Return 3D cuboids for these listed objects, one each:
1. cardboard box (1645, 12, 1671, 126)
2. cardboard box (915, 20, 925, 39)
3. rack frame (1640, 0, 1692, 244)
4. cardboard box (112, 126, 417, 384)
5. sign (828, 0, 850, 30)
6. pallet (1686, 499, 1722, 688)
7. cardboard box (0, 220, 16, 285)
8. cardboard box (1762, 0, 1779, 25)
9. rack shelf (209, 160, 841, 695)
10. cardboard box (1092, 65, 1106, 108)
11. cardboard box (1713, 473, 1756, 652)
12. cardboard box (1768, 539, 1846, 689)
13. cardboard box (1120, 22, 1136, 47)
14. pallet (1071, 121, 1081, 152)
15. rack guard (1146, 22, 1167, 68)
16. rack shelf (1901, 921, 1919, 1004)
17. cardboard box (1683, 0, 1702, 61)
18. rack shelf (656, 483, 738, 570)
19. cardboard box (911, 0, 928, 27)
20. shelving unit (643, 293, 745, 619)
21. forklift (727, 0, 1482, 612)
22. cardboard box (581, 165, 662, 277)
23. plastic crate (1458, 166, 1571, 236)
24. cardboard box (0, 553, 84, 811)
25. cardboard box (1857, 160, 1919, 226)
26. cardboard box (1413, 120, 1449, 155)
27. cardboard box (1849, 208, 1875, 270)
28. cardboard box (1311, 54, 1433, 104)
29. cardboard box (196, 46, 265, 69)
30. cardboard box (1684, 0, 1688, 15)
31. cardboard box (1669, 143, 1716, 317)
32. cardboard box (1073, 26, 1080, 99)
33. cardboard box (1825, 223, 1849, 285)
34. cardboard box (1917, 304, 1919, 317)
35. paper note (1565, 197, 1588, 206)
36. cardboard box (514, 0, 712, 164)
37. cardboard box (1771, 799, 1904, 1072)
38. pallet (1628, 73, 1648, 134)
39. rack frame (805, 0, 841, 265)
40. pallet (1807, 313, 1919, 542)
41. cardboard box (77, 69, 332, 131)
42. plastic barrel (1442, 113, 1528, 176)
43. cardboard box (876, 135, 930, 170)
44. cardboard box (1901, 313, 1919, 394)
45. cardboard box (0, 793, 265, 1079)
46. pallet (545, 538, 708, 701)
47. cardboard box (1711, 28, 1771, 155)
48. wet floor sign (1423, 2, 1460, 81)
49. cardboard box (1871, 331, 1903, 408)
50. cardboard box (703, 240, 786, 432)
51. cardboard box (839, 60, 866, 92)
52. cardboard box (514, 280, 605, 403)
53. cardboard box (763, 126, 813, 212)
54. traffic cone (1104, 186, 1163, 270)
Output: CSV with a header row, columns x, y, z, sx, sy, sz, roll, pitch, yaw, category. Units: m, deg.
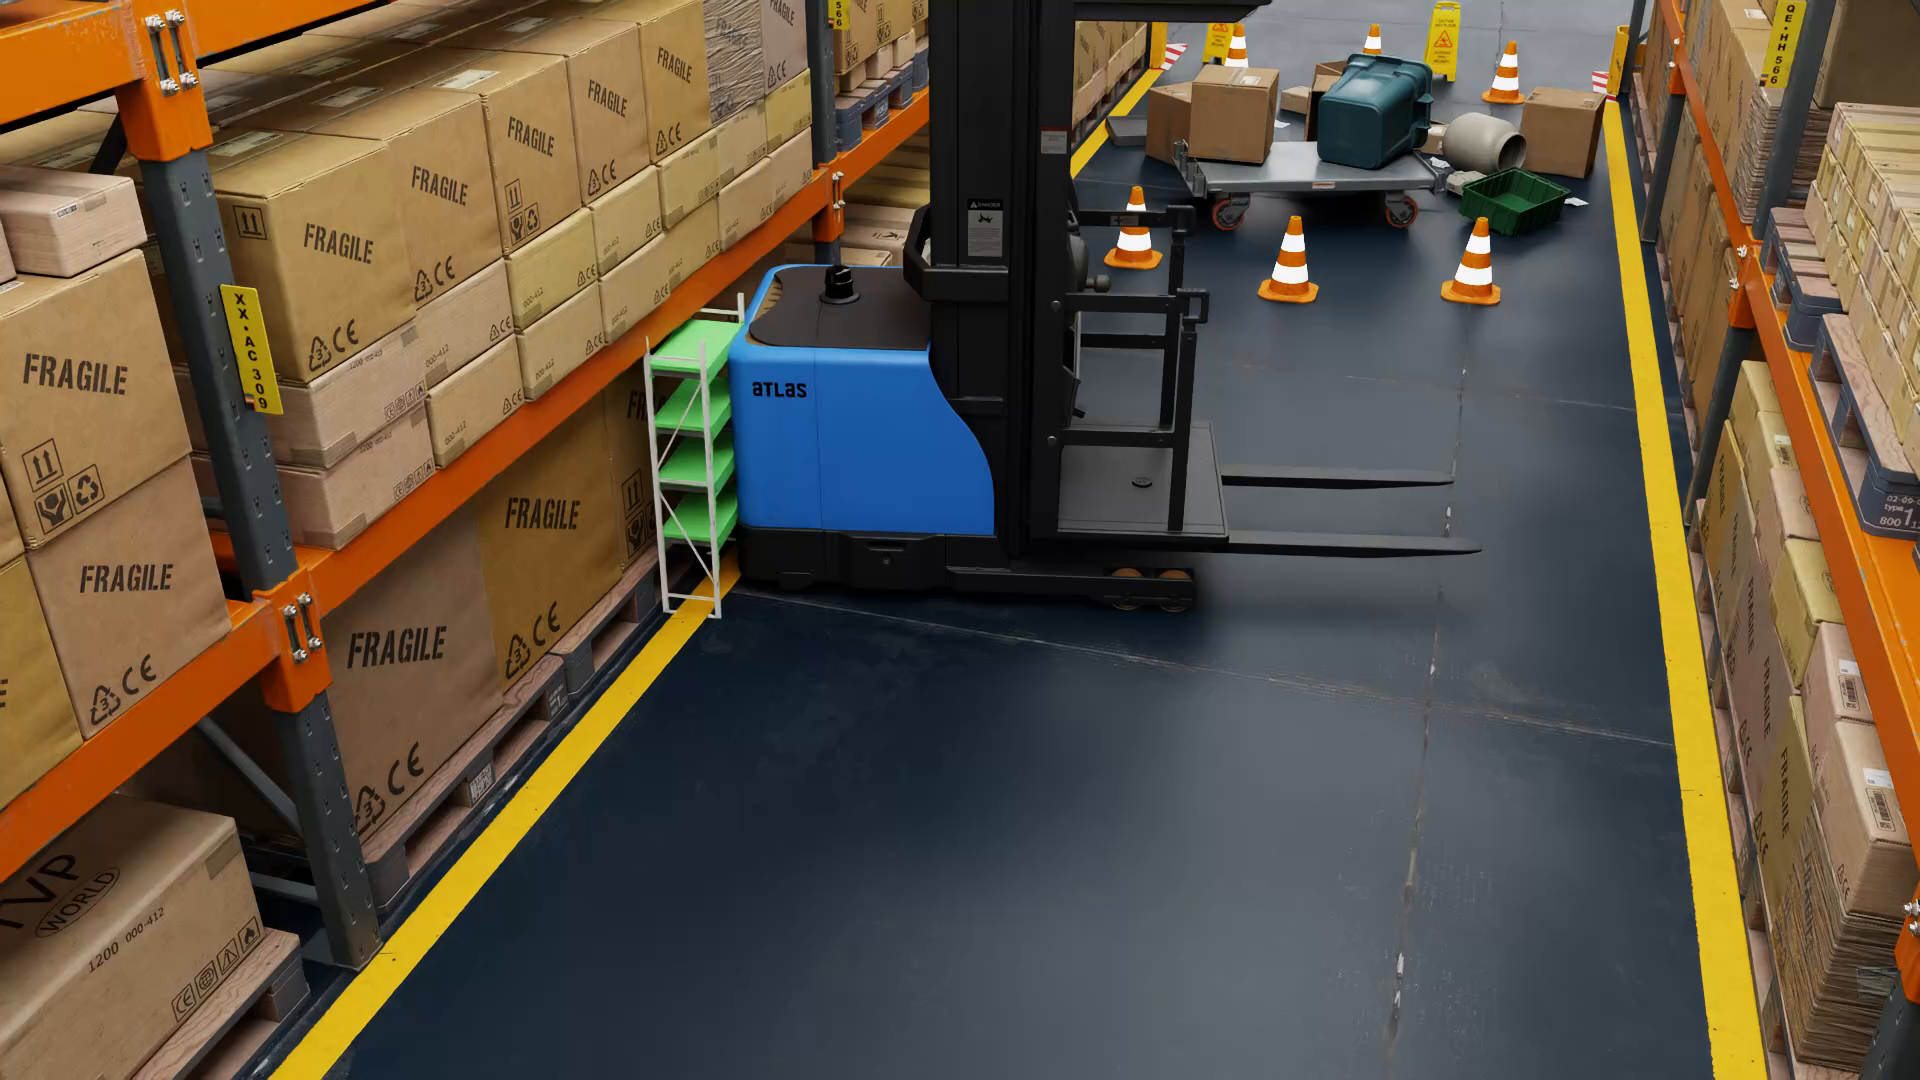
x,y,z,sx,sy,sz,roll,pitch,yaw,category
5.652,-3.561,12.319,0.875,0.875,0.875,8,30,14,cardboard box
-0.411,-2.811,9.045,0.380,0.149,0.250,10,31,17,cardboard box
4.870,-3.181,9.882,1.000,3.000,0.127,8,30,15,rack frame
-1.836,-0.766,4.410,0.500,0.500,0.500,9,30,15,cardboard box
-0.534,-2.409,7.304,0.100,0.325,0.005,8,30,15,sign
3.465,0.260,6.566,1.003,0.211,1.213,8,30,15,pallet
-2.207,-0.591,3.428,0.380,0.149,0.250,9,30,16,cardboard box
4.283,-2.721,7.924,0.700,0.500,0.500,8,30,14,cardboard box
-1.653,-0.737,6.230,1.077,0.370,4.000,8,30,15,rack shelf
0.839,-3.554,12.950,0.500,0.250,0.500,8,30,14,cardboard box
3.100,0.114,6.100,0.500,0.500,0.500,9,30,15,cardboard box
2.804,0.252,5.080,0.500,0.250,0.500,7,30,13,cardboard box
1.147,-4.356,13.620,0.500,0.500,0.500,10,31,17,cardboard box
0.272,-2.939,12.315,1.003,0.211,1.213,8,30,15,pallet
1.260,-4.571,14.953,1.175,0.500,0.348,8,30,15,rack guard
1.935,1.781,1.703,1.077,0.370,4.000,8,30,15,rack shelf
4.459,-3.018,9.487,0.500,0.500,0.500,9,30,15,cardboard box
-1.030,-0.074,6.768,0.258,0.148,0.480,6,30,8,rack shelf
-0.416,-3.005,8.726,0.500,0.500,0.500,9,30,16,cardboard box
-1.024,-0.338,6.619,0.258,1.200,0.503,6,30,8,shelving unit
0.624,-1.259,6.498,3.031,2.935,1.130,2,29,4,forklift
-1.395,-1.152,5.875,0.500,0.250,0.500,8,30,13,cardboard box
3.669,-2.245,11.033,0.662,0.188,0.450,-24,47,-37,plastic crate
-2.277,0.326,3.475,0.500,0.500,0.500,8,30,14,cardboard box
3.144,-1.107,5.368,0.380,0.149,0.250,7,30,13,cardboard box
3.614,-3.047,12.455,0.396,0.266,0.258,14,32,23,cardboard box
3.136,-0.961,5.413,0.380,0.149,0.250,9,30,15,cardboard box
3.187,-3.430,12.899,0.797,0.503,0.637,-12,31,-20,cardboard box
-5.015,-3.089,11.727,0.875,0.625,0.625,8,30,14,cardboard box
4.967,-3.419,10.157,0.875,0.550,0.550,8,30,15,cardboard box
4.487,-1.632,8.980,1.050,0.750,0.750,8,30,15,cardboard box
0.540,-3.385,11.875,0.500,0.500,0.500,10,31,17,cardboard box
3.214,-0.966,5.728,0.380,0.149,0.250,10,31,17,cardboard box
2.837,-0.616,4.487,0.380,0.149,0.250,7,30,13,cardboard box
4.202,-2.325,11.397,0.147,0.020,0.142,-12,31,-20,paper note
-1.262,-1.715,6.115,0.500,0.500,0.500,9,30,15,cardboard box
2.499,1.066,4.387,0.500,0.500,0.500,8,30,14,cardboard box
5.884,-3.438,13.213,1.003,0.211,1.213,8,30,15,pallet
-1.065,-1.981,7.726,1.000,3.000,0.127,8,30,15,rack frame
3.154,-0.312,4.923,1.003,0.211,1.213,8,30,15,pallet
-2.204,-1.088,4.988,0.500,0.500,0.500,9,30,16,cardboard box
3.737,-2.801,11.849,0.421,0.421,0.512,-17,34,-28,plastic barrel
-0.251,-2.296,10.564,0.950,0.372,0.625,10,31,18,cardboard box
2.834,-0.493,4.571,0.380,0.149,0.250,9,30,15,cardboard box
-2.526,1.090,4.408,0.875,0.438,0.875,8,30,14,cardboard box
-1.729,0.158,6.748,1.003,0.211,1.213,8,30,15,pallet
3.866,-2.077,7.795,0.500,0.500,0.500,8,30,14,cardboard box
4.160,-4.307,14.328,0.267,0.644,0.232,3,29,6,wet floor sign
2.907,-0.479,4.852,0.380,0.149,0.250,8,30,13,cardboard box
-1.348,-0.927,7.584,0.875,0.875,0.875,8,30,14,cardboard box
-0.677,-2.306,8.136,0.380,0.149,0.250,7,30,12,cardboard box
-1.542,-0.700,5.577,0.500,0.250,0.500,8,30,14,cardboard box
-0.966,-1.643,7.273,0.500,0.250,0.500,7,30,13,cardboard box
1.083,-1.955,10.289,0.336,0.463,0.334,8,30,15,traffic cone
